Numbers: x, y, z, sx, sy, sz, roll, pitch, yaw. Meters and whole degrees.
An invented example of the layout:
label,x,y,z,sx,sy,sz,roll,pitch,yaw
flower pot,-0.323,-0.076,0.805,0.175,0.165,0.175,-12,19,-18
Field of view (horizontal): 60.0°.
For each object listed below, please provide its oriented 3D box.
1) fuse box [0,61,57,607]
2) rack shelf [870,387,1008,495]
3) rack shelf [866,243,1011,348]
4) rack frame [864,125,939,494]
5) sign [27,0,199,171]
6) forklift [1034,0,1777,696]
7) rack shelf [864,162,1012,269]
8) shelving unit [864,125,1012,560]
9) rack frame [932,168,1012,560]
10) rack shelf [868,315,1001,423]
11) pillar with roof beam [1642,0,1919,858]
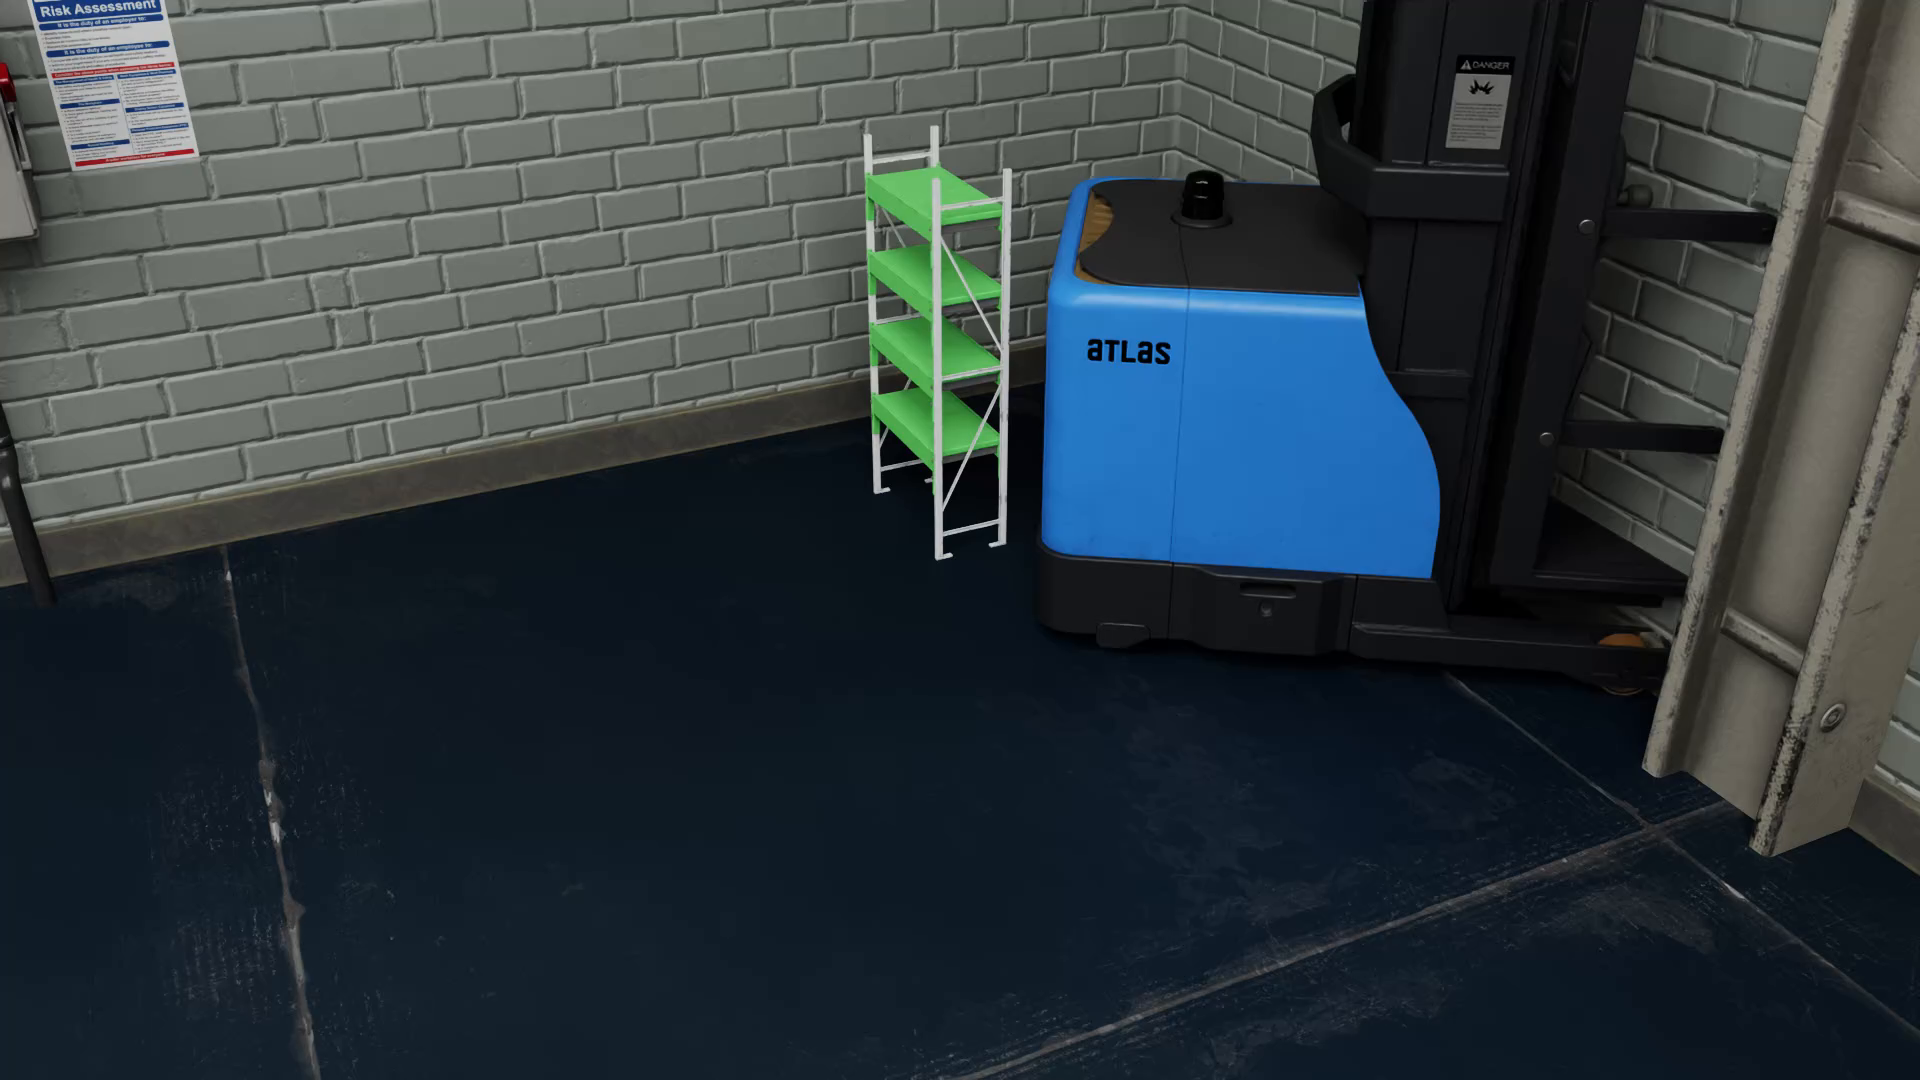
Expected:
label,x,y,z,sx,sy,sz,roll,pitch,yaw
fuse box,-2.668,-0.555,4.491,0.539,1.711,0.414,-13,32,-22
rack shelf,-0.071,-0.331,5.236,0.258,0.148,0.480,-13,32,-22
rack shelf,-0.071,-0.750,5.001,0.258,0.148,0.480,-13,32,-22
rack frame,-0.176,-0.704,5.279,0.240,1.200,0.015,-13,32,-22
sign,-2.311,-1.271,4.547,0.329,0.494,0.001,-13,32,-22
forklift,1.769,-1.123,4.255,3.031,2.935,1.130,4,29,6
rack shelf,-0.071,-0.959,4.883,0.258,0.148,0.480,-13,32,-22
shelving unit,-0.071,-0.596,5.087,0.258,1.200,0.503,-13,32,-22
rack frame,0.034,-0.489,4.895,0.240,1.200,0.015,-13,32,-22
rack shelf,-0.071,-0.541,5.118,0.258,0.148,0.480,-13,32,-22
pillar with roof beam,-1.936,-2.392,0.315,9.100,9.000,0.400,-13,32,-22
